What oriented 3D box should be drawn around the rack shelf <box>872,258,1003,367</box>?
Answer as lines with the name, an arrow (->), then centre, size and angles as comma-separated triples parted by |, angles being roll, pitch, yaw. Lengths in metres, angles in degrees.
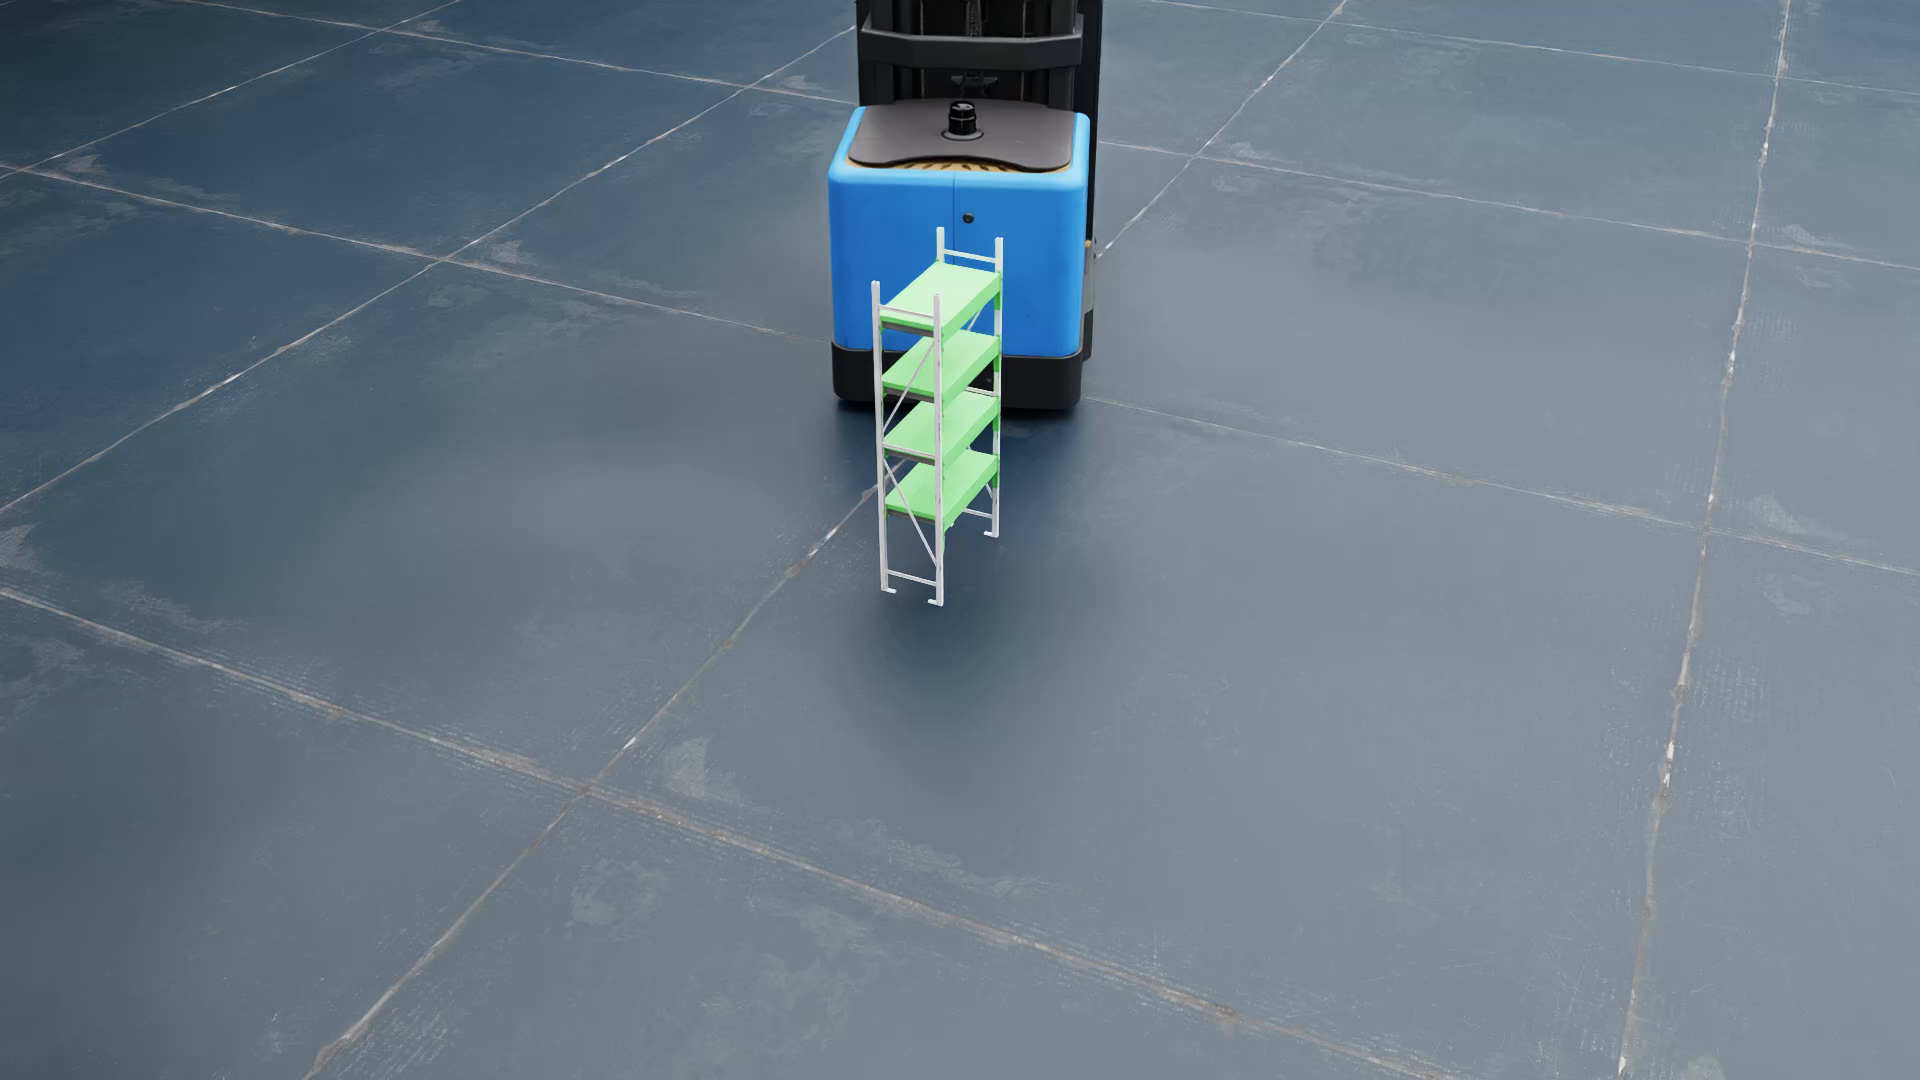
rack shelf -> -0.069, -0.767, 5.567 | 0.258, 0.148, 0.480 | 14, 36, 20

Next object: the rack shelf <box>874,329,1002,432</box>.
rack shelf -> -0.069, -0.567, 5.699 | 0.258, 0.148, 0.480 | 14, 36, 20

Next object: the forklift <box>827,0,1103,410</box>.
forklift -> 0.108, -2.557, 7.477 | 1.130, 2.935, 3.031 | 3, 33, 4

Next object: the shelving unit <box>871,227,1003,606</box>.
shelving unit -> -0.069, -0.419, 5.795 | 0.258, 1.200, 0.503 | 14, 36, 20

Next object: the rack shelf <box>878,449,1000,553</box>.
rack shelf -> -0.069, -0.165, 5.962 | 0.258, 0.148, 0.480 | 14, 36, 20

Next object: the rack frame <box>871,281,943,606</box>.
rack frame -> -0.171, -0.298, 5.610 | 0.240, 1.200, 0.015 | 14, 36, 20

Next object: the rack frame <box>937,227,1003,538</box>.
rack frame -> 0.033, -0.541, 5.981 | 0.240, 1.200, 0.015 | 14, 36, 20

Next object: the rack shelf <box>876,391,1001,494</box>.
rack shelf -> -0.069, -0.366, 5.830 | 0.258, 0.148, 0.480 | 14, 36, 20
